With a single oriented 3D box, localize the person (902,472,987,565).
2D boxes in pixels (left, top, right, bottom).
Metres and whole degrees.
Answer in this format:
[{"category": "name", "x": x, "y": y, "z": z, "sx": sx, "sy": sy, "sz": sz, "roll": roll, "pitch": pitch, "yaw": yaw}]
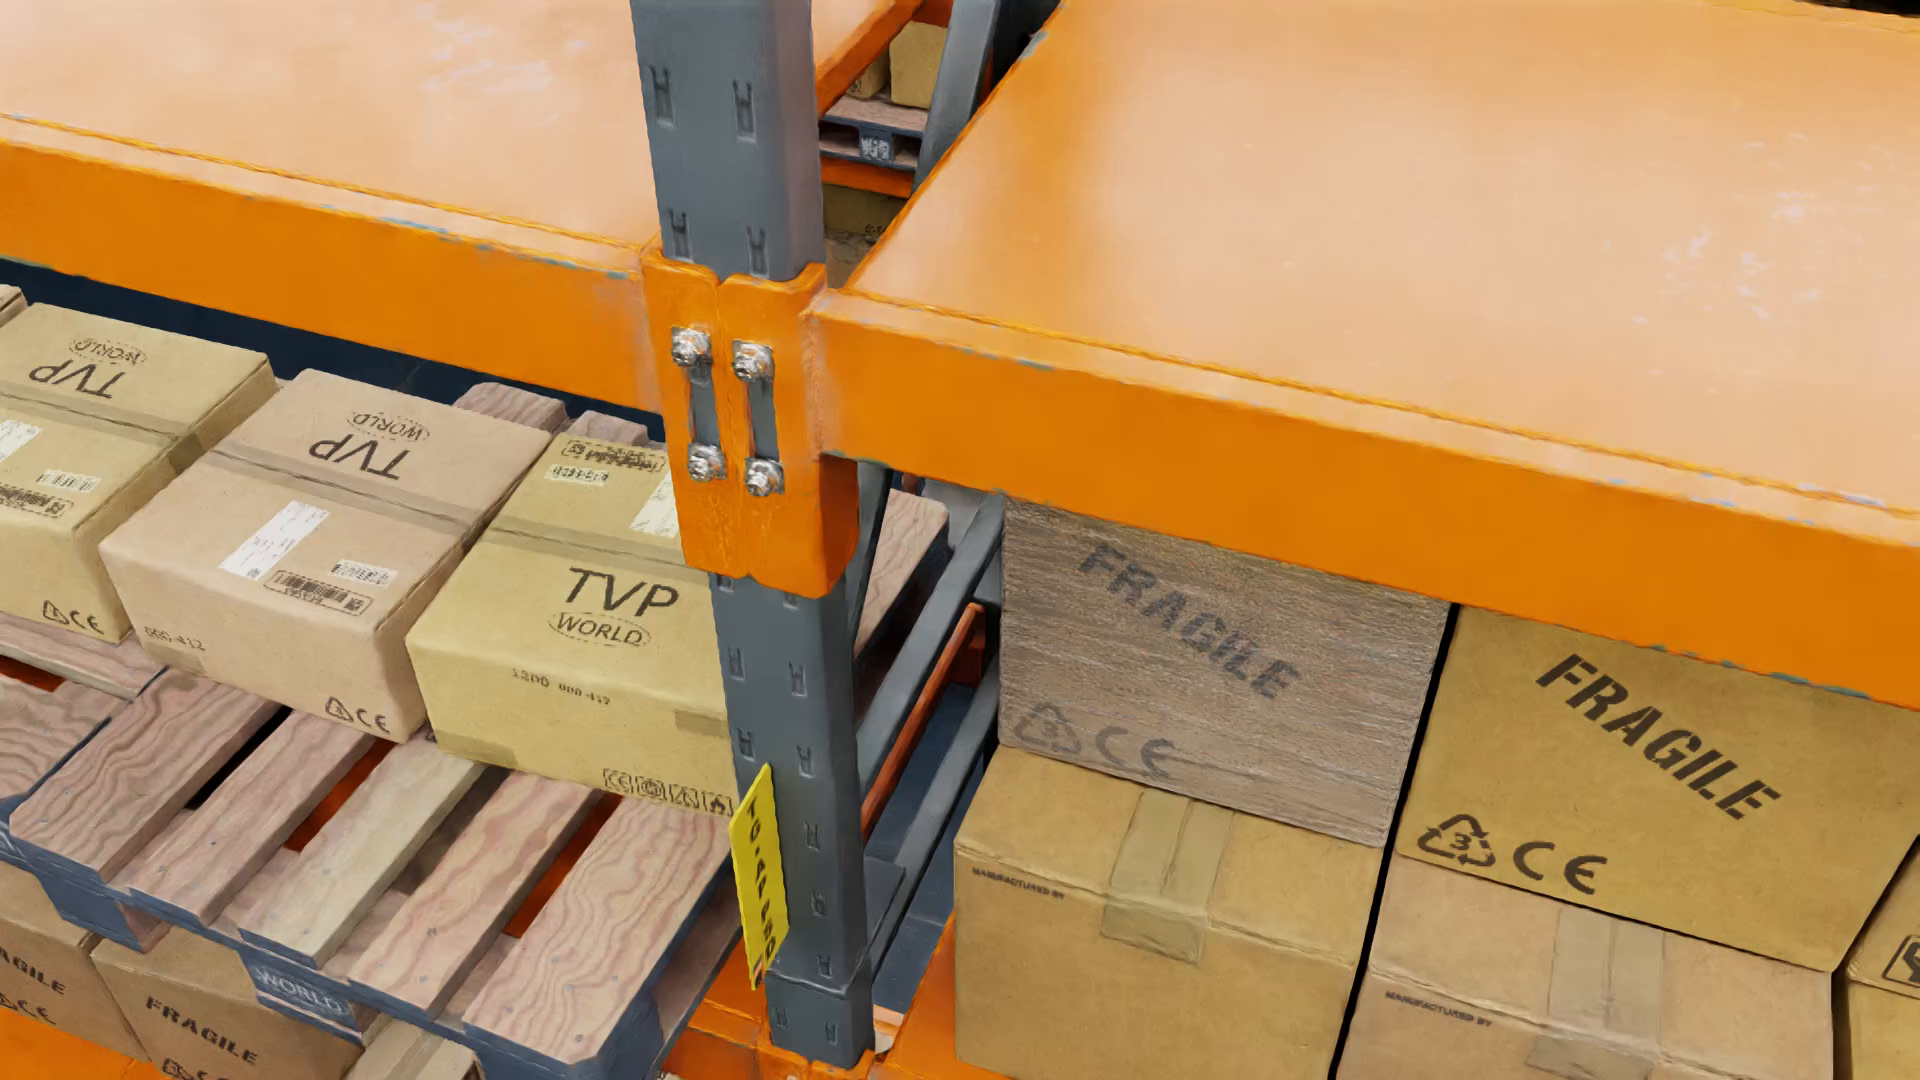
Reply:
[{"category": "person", "x": -0.007, "y": -0.053, "z": 6.232, "sx": 0.536, "sy": 1.671, "sz": 0.618, "roll": 23, "pitch": 47, "yaw": 24}]
